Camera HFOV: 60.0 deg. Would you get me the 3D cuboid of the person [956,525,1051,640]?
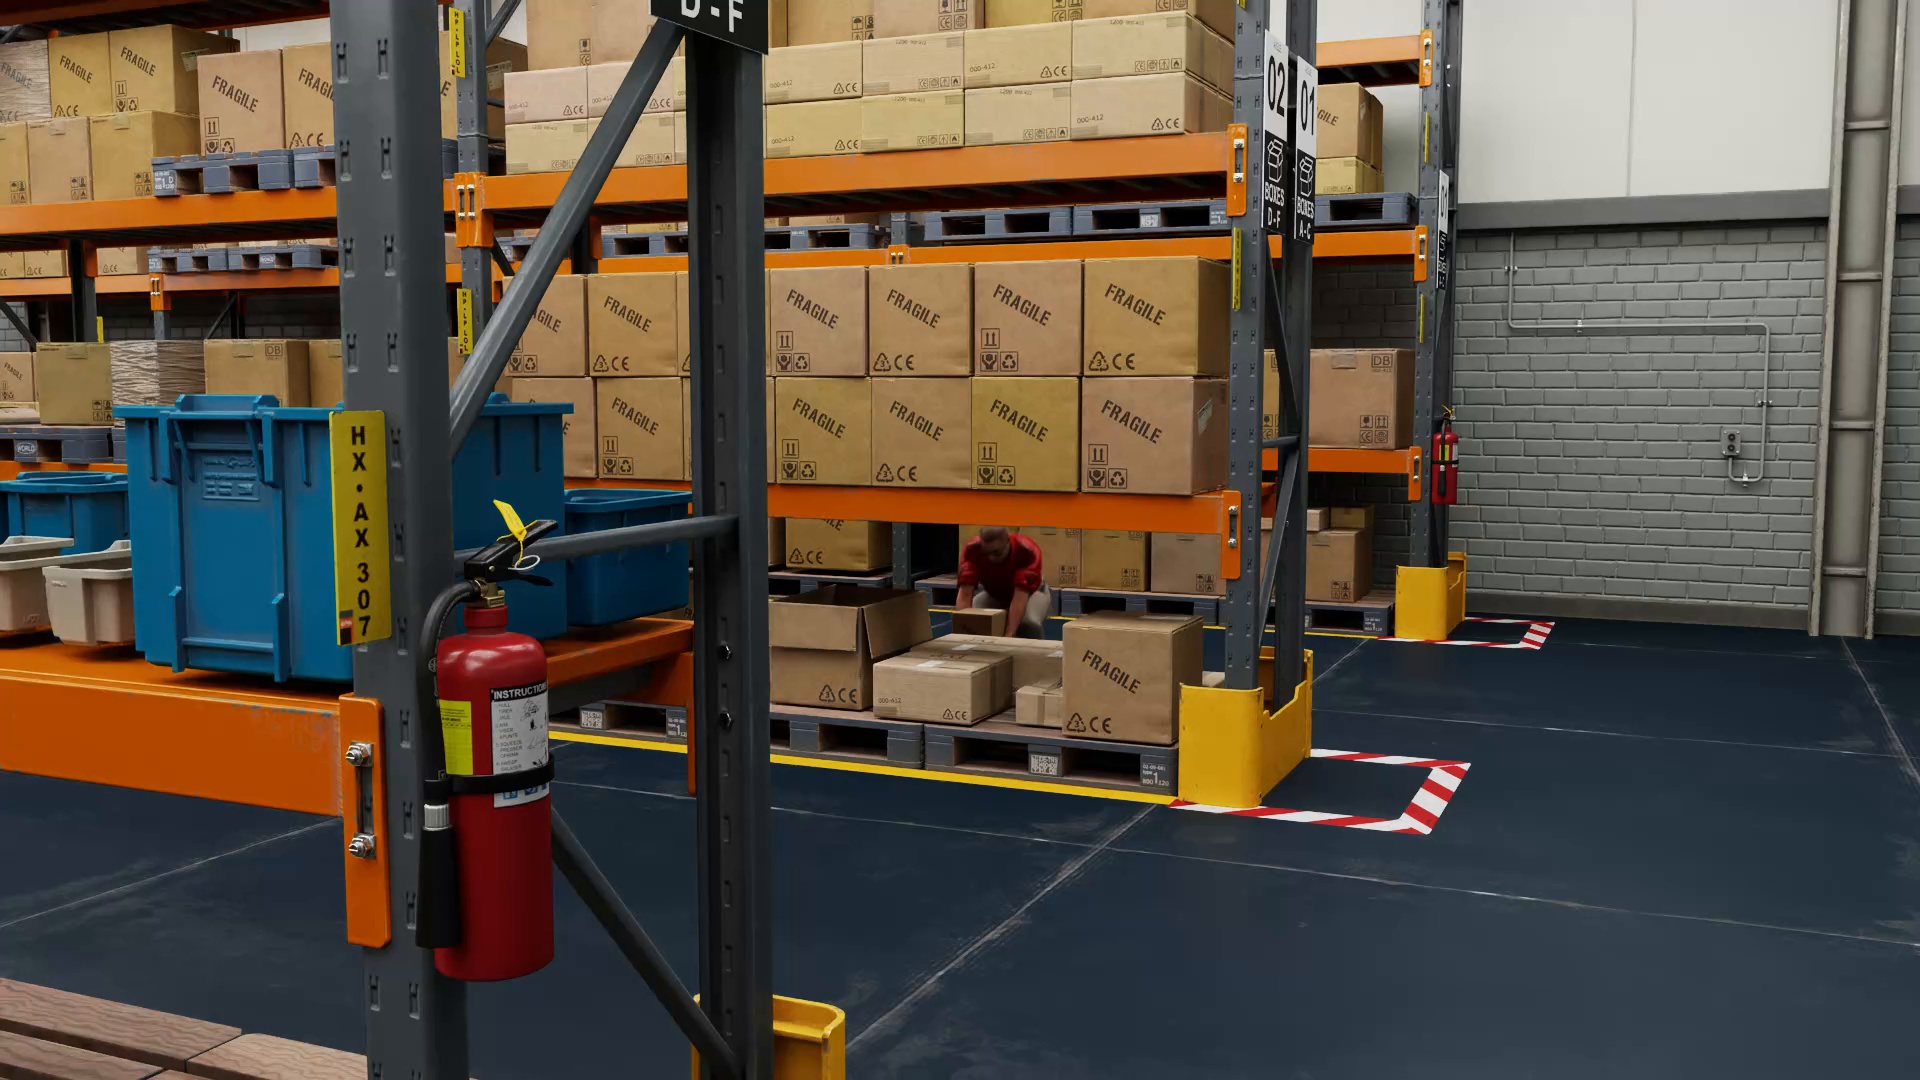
[{"bbox_3d":[0.261,0.349,9.958,0.533,0.985,0.895,2,6,22],"label":"person"}]
